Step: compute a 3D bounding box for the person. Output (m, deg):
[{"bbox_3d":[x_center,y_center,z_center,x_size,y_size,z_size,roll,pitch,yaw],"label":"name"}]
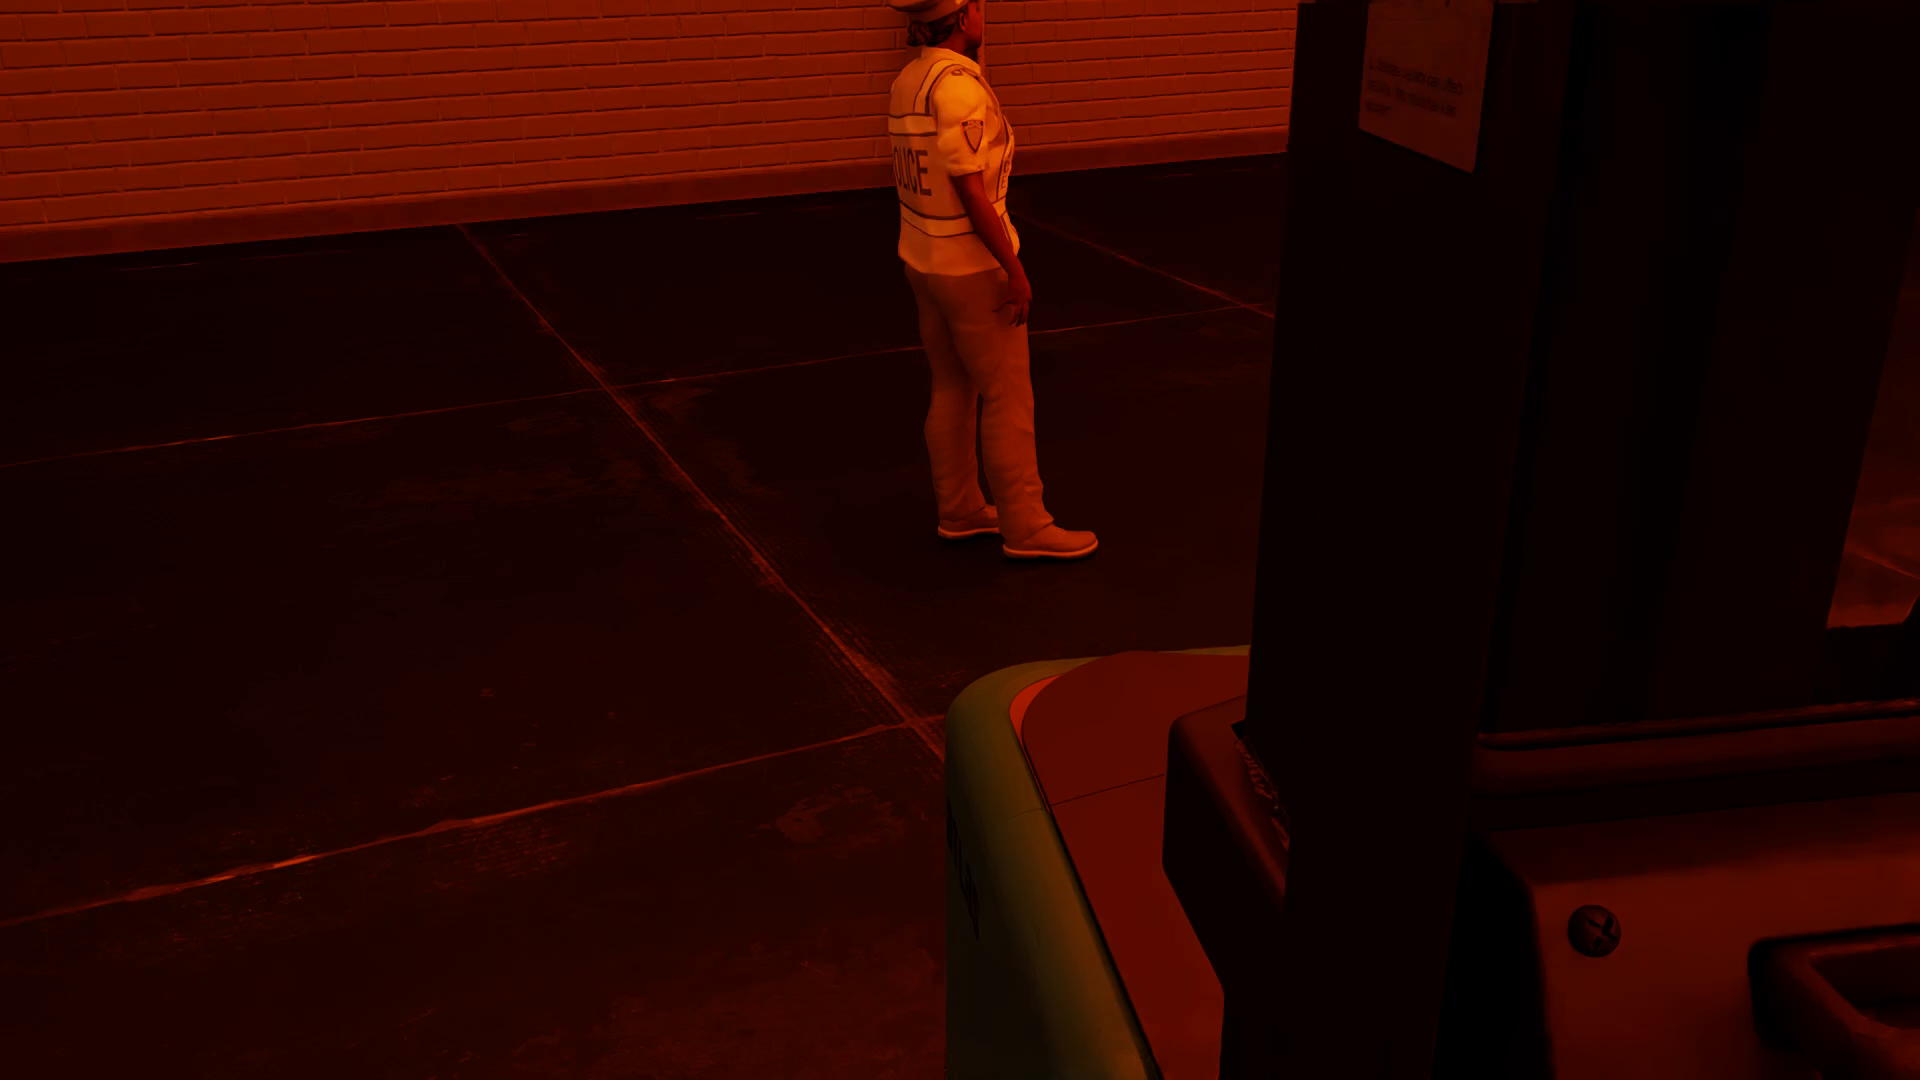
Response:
[{"bbox_3d":[0.076,-0.794,4.791,0.530,1.695,0.569,-10,25,-23],"label":"person"}]
